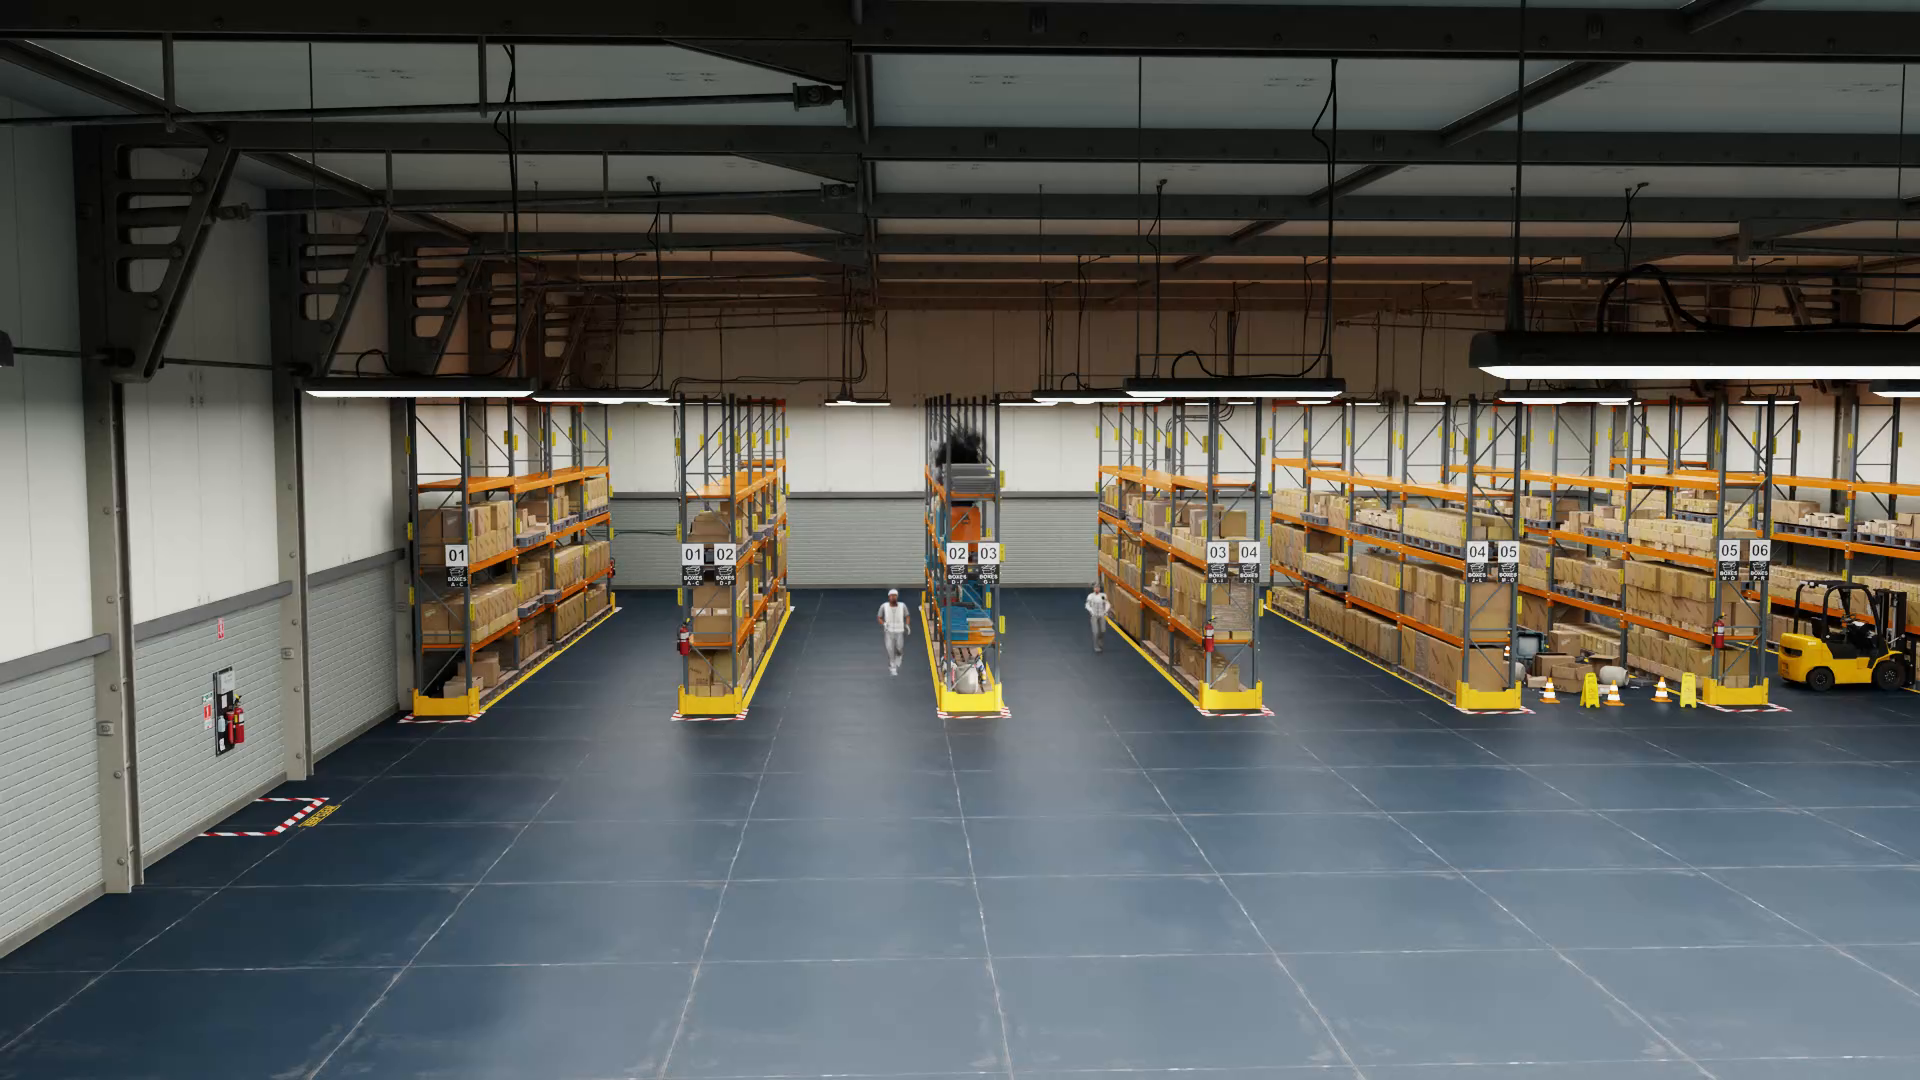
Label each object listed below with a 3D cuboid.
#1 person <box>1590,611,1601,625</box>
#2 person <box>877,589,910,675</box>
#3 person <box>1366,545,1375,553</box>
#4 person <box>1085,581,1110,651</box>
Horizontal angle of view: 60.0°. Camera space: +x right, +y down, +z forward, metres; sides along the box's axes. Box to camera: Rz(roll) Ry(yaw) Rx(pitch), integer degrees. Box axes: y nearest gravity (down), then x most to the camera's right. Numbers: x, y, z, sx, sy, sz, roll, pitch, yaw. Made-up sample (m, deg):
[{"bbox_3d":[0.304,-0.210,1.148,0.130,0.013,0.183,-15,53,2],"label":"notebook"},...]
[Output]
[{"bbox_3d":[16.113,1.477,42.222,0.699,1.755,0.987,-1,5,-6],"label":"person"},{"bbox_3d":[-1.353,1.882,33.987,0.685,1.748,0.599,0,5,-5],"label":"person"},{"bbox_3d":[12.211,1.014,49.264,0.700,1.722,0.599,0,5,-2],"label":"person"},{"bbox_3d":[3.256,1.799,39.157,0.589,1.648,0.528,0,5,-2],"label":"person"}]
